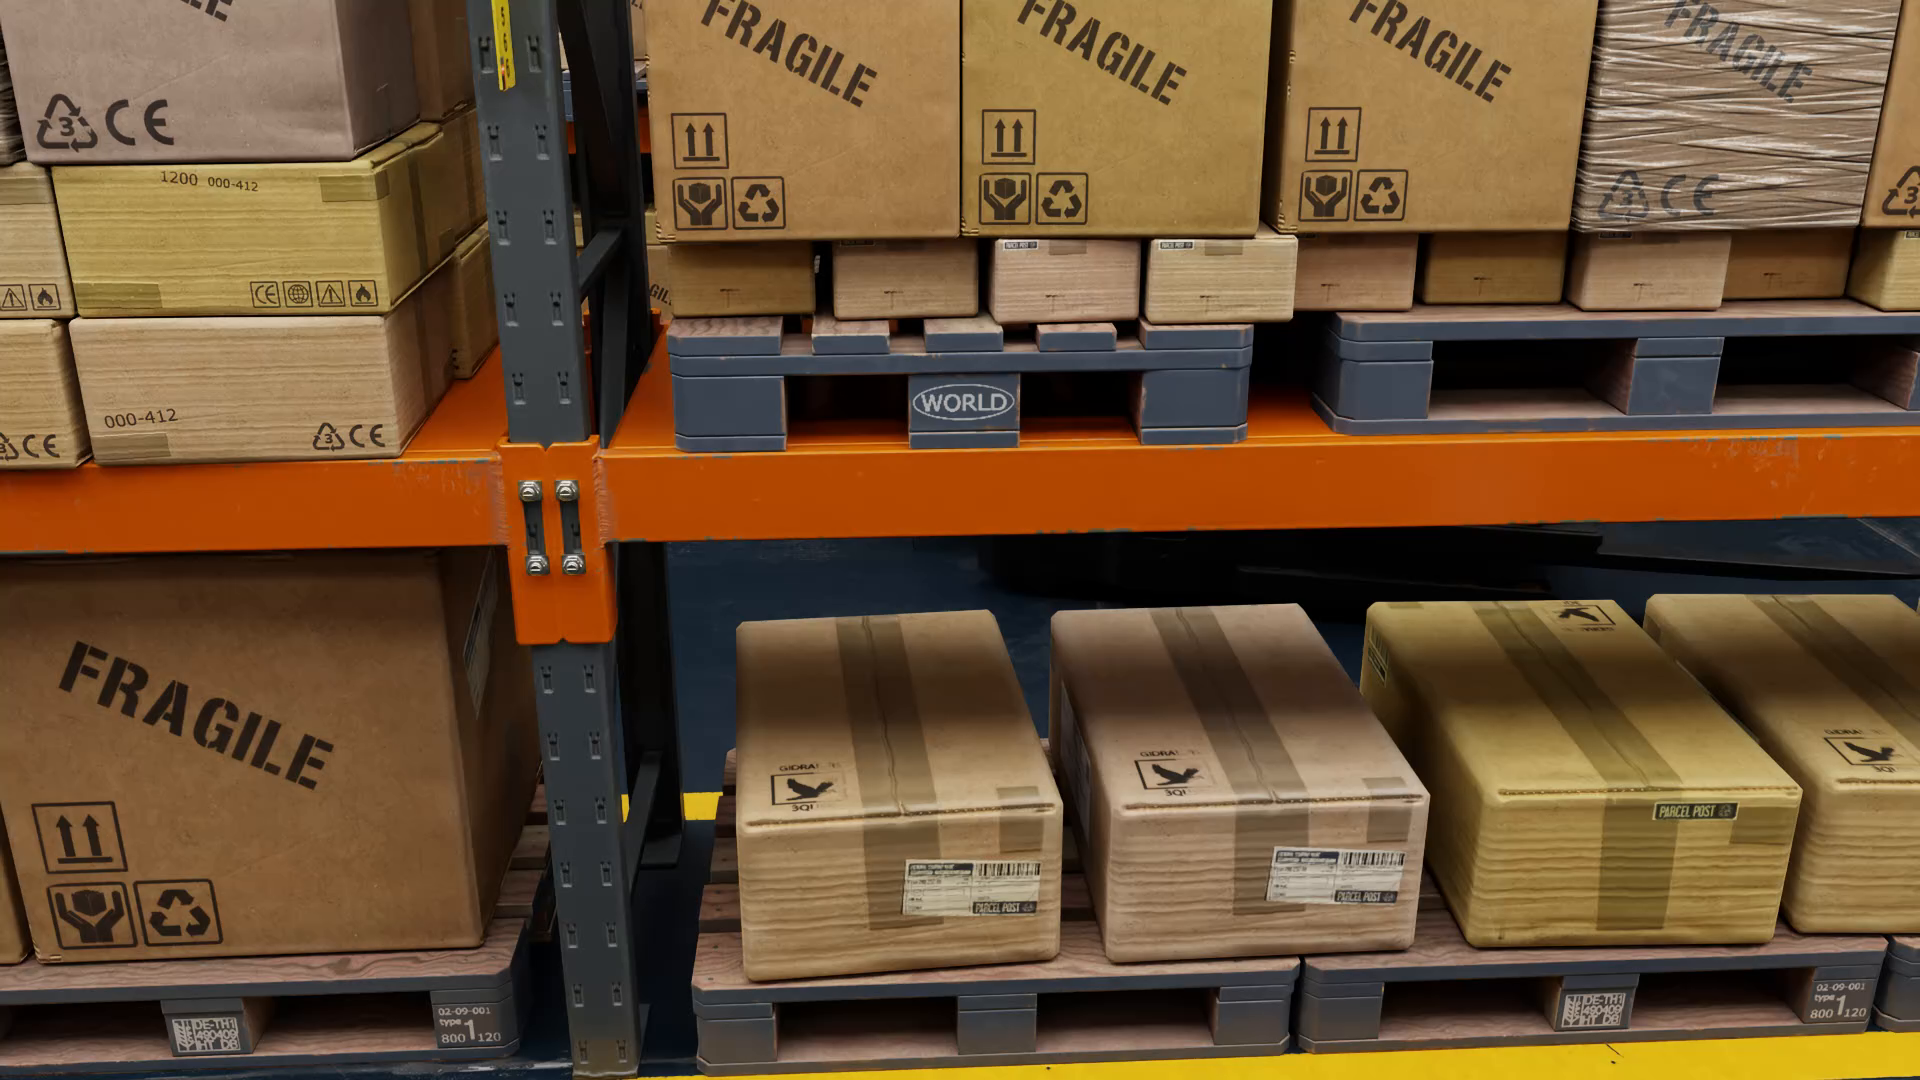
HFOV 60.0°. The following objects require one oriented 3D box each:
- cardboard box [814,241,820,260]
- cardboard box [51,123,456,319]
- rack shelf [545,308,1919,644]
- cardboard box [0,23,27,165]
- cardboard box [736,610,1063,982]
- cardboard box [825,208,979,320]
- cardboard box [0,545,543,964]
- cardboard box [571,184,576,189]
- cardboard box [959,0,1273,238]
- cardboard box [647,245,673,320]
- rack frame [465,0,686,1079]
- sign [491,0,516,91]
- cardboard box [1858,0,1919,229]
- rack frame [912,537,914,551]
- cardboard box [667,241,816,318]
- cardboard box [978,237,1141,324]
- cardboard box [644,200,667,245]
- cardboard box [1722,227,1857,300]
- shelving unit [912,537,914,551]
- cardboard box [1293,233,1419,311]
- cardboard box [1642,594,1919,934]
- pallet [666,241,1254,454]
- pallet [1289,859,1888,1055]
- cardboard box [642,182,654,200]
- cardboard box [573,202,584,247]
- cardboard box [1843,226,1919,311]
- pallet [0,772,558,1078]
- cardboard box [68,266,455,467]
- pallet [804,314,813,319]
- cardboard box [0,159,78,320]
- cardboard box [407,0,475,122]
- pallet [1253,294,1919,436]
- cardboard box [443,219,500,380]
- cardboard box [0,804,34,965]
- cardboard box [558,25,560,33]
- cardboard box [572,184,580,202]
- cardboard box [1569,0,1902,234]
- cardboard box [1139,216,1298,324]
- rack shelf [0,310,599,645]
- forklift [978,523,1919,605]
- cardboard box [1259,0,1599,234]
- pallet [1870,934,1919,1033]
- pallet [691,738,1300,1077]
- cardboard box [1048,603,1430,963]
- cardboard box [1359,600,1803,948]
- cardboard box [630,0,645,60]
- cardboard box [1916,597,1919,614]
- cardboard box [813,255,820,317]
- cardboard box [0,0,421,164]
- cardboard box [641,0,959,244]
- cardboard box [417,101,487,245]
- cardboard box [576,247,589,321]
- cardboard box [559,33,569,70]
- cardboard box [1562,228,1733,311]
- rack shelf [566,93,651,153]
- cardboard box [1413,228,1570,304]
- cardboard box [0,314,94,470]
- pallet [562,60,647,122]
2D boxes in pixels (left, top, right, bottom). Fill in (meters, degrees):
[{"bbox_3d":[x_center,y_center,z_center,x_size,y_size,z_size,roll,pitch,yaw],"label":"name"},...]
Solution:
[{"bbox_3d":[-0.419,-0.675,3.442,0.250,0.149,0.380,0,21,-1],"label":"cardboard box"},{"bbox_3d":[-1.202,-0.570,2.910,0.500,0.250,0.500,-1,21,-3],"label":"cardboard box"},{"bbox_3d":[1.264,-0.211,3.470,4.000,0.370,1.077,-1,21,-3],"label":"rack shelf"},{"bbox_3d":[-1.746,-0.904,2.733,0.500,0.500,0.500,-1,21,-2],"label":"cardboard box"},{"bbox_3d":[-0.169,0.517,3.649,0.625,0.372,0.950,-3,21,-7],"label":"cardboard box"},{"bbox_3d":[-0.114,-0.520,3.033,0.250,0.149,0.380,-2,21,-6],"label":"cardboard box"},{"bbox_3d":[-1.428,0.275,3.579,0.875,0.875,0.875,-1,21,-4],"label":"cardboard box"},{"bbox_3d":[-2.069,-1.672,8.307,0.250,0.149,0.380,-1,21,-2],"label":"cardboard box"},{"bbox_3d":[0.249,-0.828,2.932,0.500,0.500,0.500,0,21,0],"label":"cardboard box"},{"bbox_3d":[-1.430,-1.213,8.013,0.500,0.500,0.500,-1,21,-1],"label":"cardboard box"},{"bbox_3d":[-0.733,-0.506,3.235,0.127,3.000,1.000,-1,21,-3],"label":"rack frame"},{"bbox_3d":[-0.698,-0.850,2.512,0.005,0.325,0.100,-1,21,-3],"label":"sign"},{"bbox_3d":[1.802,-0.860,3.015,0.500,0.500,0.500,0,21,-1],"label":"cardboard box"},{"bbox_3d":[-0.175,-0.487,5.925,0.008,1.050,0.200,-1,21,-3],"label":"rack frame"},{"bbox_3d":[-0.398,-0.526,3.049,0.250,0.149,0.380,-2,21,-6],"label":"cardboard box"},{"bbox_3d":[0.162,-0.509,3.005,0.250,0.149,0.380,-3,21,-7],"label":"cardboard box"},{"bbox_3d":[-1.499,-1.501,7.858,0.250,0.149,0.380,-2,21,-6],"label":"cardboard box"},{"bbox_3d":[1.474,-0.574,3.175,0.250,0.149,0.380,-2,21,-5],"label":"cardboard box"},{"bbox_3d":[-0.053,-0.490,5.931,0.252,1.050,0.215,-1,21,-3],"label":"shelving unit"},{"bbox_3d":[0.674,-0.540,3.086,0.250,0.149,0.380,0,21,0],"label":"cardboard box"},{"bbox_3d":[2.019,0.472,3.770,0.625,0.372,0.950,0,21,0],"label":"cardboard box"},{"bbox_3d":[-0.028,-0.469,3.407,1.003,0.211,1.213,-1,21,-3],"label":"pallet"},{"bbox_3d":[1.262,0.758,3.834,1.213,0.211,1.003,-1,21,-3],"label":"pallet"},{"bbox_3d":[-1.559,-1.701,8.384,0.250,0.149,0.380,0,21,0],"label":"cardboard box"},{"bbox_3d":[-1.770,-1.484,7.815,0.250,0.149,0.380,-2,21,-6],"label":"cardboard box"},{"bbox_3d":[1.743,-0.542,3.093,0.250,0.149,0.380,-1,21,-3],"label":"cardboard box"},{"bbox_3d":[-1.525,0.786,3.760,1.213,0.211,1.003,-1,21,-3],"label":"pallet"},{"bbox_3d":[-1.223,-0.334,2.993,0.500,0.250,0.500,-2,21,-5],"label":"cardboard box"},{"bbox_3d":[-0.196,-0.969,8.370,1.213,0.211,1.003,-1,21,-3],"label":"pallet"},{"bbox_3d":[-1.714,-0.558,2.879,0.500,0.250,0.500,-2,21,-4],"label":"cardboard box"},{"bbox_3d":[-1.240,-1.097,3.241,0.500,0.500,0.500,-2,21,-5],"label":"cardboard box"},{"bbox_3d":[1.241,-0.472,3.413,1.213,0.211,1.003,-1,21,-3],"label":"pallet"},{"bbox_3d":[-1.236,-0.516,3.471,0.500,0.250,0.500,-2,21,-4],"label":"cardboard box"},{"bbox_3d":[-2.318,0.291,3.536,0.875,0.875,0.875,-1,21,-2],"label":"cardboard box"},{"bbox_3d":[-2.055,-2.259,7.460,0.500,0.250,0.500,-2,21,-6],"label":"cardboard box"},{"bbox_3d":[-1.825,-1.705,8.395,0.250,0.149,0.380,-1,21,-1],"label":"cardboard box"},{"bbox_3d":[1.279,-0.849,2.986,0.500,0.500,0.500,-2,21,-5],"label":"cardboard box"},{"bbox_3d":[0.438,-0.507,3.000,0.250,0.149,0.380,-1,21,-3],"label":"cardboard box"},{"bbox_3d":[-2.730,-0.130,3.257,4.000,0.370,1.077,-1,21,-3],"label":"rack shelf"},{"bbox_3d":[1.632,-1.270,5.337,3.031,2.935,1.130,4,21,10],"label":"forklift"},{"bbox_3d":[0.779,-0.842,2.967,0.500,0.500,0.500,-1,21,-2],"label":"cardboard box"},{"bbox_3d":[2.483,0.732,3.902,1.213,0.211,1.003,-1,21,-3],"label":"pallet"},{"bbox_3d":[0.047,0.781,3.772,1.213,0.211,1.003,-1,21,-3],"label":"pallet"},{"bbox_3d":[0.568,0.500,3.696,0.625,0.372,0.950,-2,21,-4],"label":"cardboard box"},{"bbox_3d":[1.325,0.486,3.731,0.625,0.372,0.950,0,21,-1],"label":"cardboard box"},{"bbox_3d":[-1.543,-2.558,7.892,0.500,0.500,0.500,0,21,-1],"label":"cardboard box"},{"bbox_3d":[2.737,0.456,3.811,0.625,0.372,0.950,-1,21,-2],"label":"cardboard box"},{"bbox_3d":[-0.397,-1.364,8.235,0.625,0.625,0.875,-1,21,-1],"label":"cardboard box"},{"bbox_3d":[-1.234,-0.917,2.768,0.500,0.500,0.500,-2,21,-5],"label":"cardboard box"},{"bbox_3d":[-0.271,-0.815,2.898,0.500,0.500,0.500,-2,21,-5],"label":"cardboard box"},{"bbox_3d":[-1.253,-0.747,3.376,0.500,0.250,0.500,-1,21,-3],"label":"cardboard box"},{"bbox_3d":[-1.930,-1.206,7.996,0.500,0.500,0.500,-1,21,-4],"label":"cardboard box"},{"bbox_3d":[-1.654,-2.199,7.443,0.250,0.149,0.380,-1,21,-2],"label":"cardboard box"},{"bbox_3d":[1.218,-0.541,3.090,0.250,0.149,0.380,-1,21,-1],"label":"cardboard box"},{"bbox_3d":[-3.017,-1.893,7.888,4.000,0.370,1.077,-1,21,-3],"label":"rack shelf"},{"bbox_3d":[0.954,-0.559,3.137,0.250,0.149,0.380,0,21,-1],"label":"cardboard box"},{"bbox_3d":[-1.732,-0.318,2.951,0.500,0.250,0.500,-1,21,-2],"label":"cardboard box"},{"bbox_3d":[-1.693,-2.141,7.799,1.003,0.211,1.213,-1,21,-3],"label":"pallet"}]
